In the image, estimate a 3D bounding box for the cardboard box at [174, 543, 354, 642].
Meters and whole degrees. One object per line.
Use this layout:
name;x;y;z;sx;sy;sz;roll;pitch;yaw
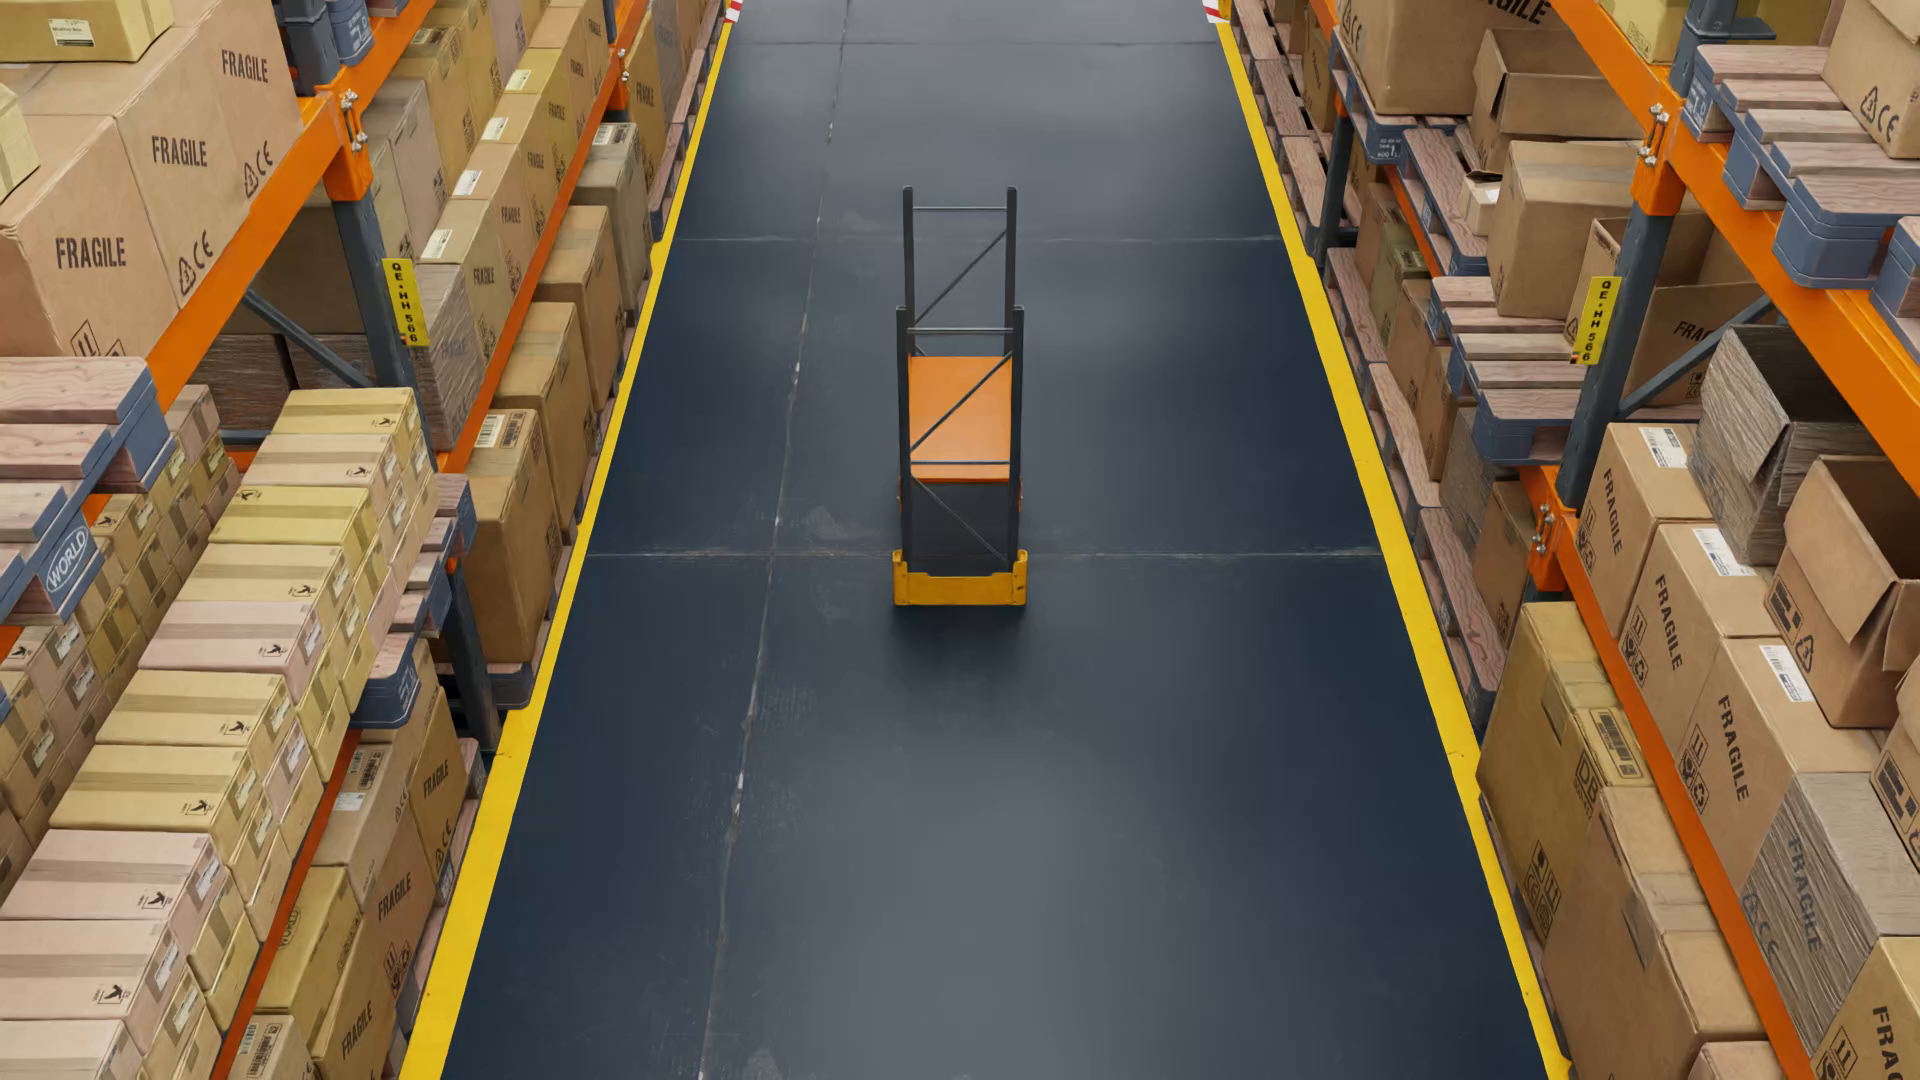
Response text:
cardboard box;-1.902;0.145;4.560;0.380;0.149;0.250;1;39;1

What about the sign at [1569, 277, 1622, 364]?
sign;2.054;-0.706;5.370;0.100;0.325;0.005;0;39;0

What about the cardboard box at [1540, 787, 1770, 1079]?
cardboard box;2.570;1.363;5.014;1.225;0.875;0.875;0;39;0

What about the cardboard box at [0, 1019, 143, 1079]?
cardboard box;-1.901;1.115;3.350;0.380;0.149;0.250;-1;39;-1

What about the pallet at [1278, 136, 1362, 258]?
pallet;2.556;-2.125;10.233;1.003;0.211;1.213;0;39;0

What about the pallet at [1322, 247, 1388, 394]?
pallet;2.595;-1.218;9.101;1.003;0.211;1.213;0;39;0

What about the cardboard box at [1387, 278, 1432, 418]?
cardboard box;2.554;-0.957;8.193;0.700;0.500;0.500;-3;39;-4

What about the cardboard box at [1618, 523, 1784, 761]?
cardboard box;2.328;0.296;4.902;0.500;0.500;0.500;-1;39;-1

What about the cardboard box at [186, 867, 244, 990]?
cardboard box;-1.905;0.901;3.854;0.380;0.149;0.250;-1;39;-1

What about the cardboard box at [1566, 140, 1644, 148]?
cardboard box;2.825;-1.445;6.939;0.500;0.250;0.500;-1;39;-1

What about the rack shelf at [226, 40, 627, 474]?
rack shelf;-2.365;-1.321;7.575;1.077;0.370;4.000;0;39;0

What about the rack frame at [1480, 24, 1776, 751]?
rack frame;2.597;-0.292;5.715;1.000;3.000;0.127;0;39;0

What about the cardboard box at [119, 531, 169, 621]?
cardboard box;-2.557;0.106;4.847;0.380;0.149;0.250;-1;39;-1

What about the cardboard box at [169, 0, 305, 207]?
cardboard box;-2.108;-1.204;4.375;0.500;0.500;0.500;0;39;0

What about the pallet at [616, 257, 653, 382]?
pallet;-2.291;-1.282;9.181;1.003;0.211;1.213;0;39;0

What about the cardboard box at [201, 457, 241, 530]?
cardboard box;-2.564;-0.137;5.388;0.380;0.149;0.250;-1;39;-1

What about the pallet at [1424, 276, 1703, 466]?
pallet;2.490;-0.662;6.331;1.213;0.211;1.003;0;39;0

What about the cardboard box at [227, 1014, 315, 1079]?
cardboard box;-2.094;1.555;4.475;0.500;0.250;0.500;1;39;2

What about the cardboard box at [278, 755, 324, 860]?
cardboard box;-1.907;0.693;4.351;0.380;0.149;0.250;1;39;1

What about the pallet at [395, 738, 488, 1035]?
pallet;-2.364;1.226;6.052;1.003;0.211;1.213;0;39;0

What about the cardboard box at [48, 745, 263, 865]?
cardboard box;-1.905;0.628;3.957;0.380;0.149;0.250;1;39;1

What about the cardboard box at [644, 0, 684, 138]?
cardboard box;-2.303;-3.144;10.638;0.875;0.875;0.875;0;39;0

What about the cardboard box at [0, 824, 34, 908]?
cardboard box;-2.562;0.855;4.150;0.380;0.149;0.250;-1;39;-2

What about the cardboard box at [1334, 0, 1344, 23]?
cardboard box;2.307;-2.986;9.278;0.380;0.149;0.250;0;39;0

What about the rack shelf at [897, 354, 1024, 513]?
rack shelf;0.000;-0.498;7.460;0.538;0.185;1.000;0;39;0

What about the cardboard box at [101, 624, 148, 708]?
cardboard box;-2.562;0.368;4.757;0.380;0.149;0.250;2;39;2

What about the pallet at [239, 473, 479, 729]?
pallet;-2.256;0.169;5.294;1.213;0.211;1.003;0;39;0

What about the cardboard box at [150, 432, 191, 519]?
cardboard box;-2.553;-0.192;4.980;0.380;0.149;0.250;-1;39;-1

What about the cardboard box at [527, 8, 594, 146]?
cardboard box;-2.099;-2.250;8.079;0.500;0.500;0.500;0;39;-1

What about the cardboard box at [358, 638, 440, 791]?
cardboard box;-2.100;0.595;5.672;0.500;0.250;0.500;-1;39;-1

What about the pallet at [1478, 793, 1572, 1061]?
pallet;2.523;1.290;5.972;1.003;0.211;1.213;0;39;0

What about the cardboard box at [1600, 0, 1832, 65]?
cardboard box;2.351;-1.701;5.195;0.500;0.250;0.500;0;39;0

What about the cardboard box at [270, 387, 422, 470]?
cardboard box;-1.904;-0.343;5.169;0.380;0.149;0.250;-1;39;-2

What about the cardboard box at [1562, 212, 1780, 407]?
cardboard box;2.556;-0.832;5.974;0.500;0.500;0.500;-5;39;-6

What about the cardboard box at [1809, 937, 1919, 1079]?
cardboard box;2.327;1.242;3.721;0.500;0.500;0.500;0;39;-1

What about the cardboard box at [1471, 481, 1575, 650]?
cardboard box;2.576;0.093;6.882;0.700;0.500;0.500;-2;39;-2

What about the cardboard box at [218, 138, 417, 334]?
cardboard box;-2.354;-1.061;5.796;0.700;0.500;0.500;0;39;0

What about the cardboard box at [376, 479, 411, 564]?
cardboard box;-1.905;-0.058;5.051;0.380;0.149;0.250;1;39;2

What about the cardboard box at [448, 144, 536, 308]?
cardboard box;-2.097;-1.305;6.899;0.500;0.500;0.500;0;39;0

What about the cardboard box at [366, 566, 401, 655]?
cardboard box;-1.904;0.207;4.958;0.380;0.149;0.250;1;39;1

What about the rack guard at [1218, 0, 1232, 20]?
rack guard;2.588;-4.272;12.680;1.175;0.500;0.348;0;39;0

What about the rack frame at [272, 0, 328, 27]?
rack frame;-2.363;-2.692;3.914;1.000;3.000;0.127;0;39;0

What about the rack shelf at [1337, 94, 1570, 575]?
rack shelf;2.595;-1.262;7.501;1.077;0.370;4.000;0;39;0

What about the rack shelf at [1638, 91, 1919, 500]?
rack shelf;2.599;0.069;3.442;1.077;0.370;4.000;0;39;0

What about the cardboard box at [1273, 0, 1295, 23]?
cardboard box;2.572;-4.092;12.121;0.500;0.500;0.500;7;39;8

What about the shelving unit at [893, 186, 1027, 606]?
shelving unit;0.000;-0.633;7.340;0.587;1.500;1.083;0;39;0

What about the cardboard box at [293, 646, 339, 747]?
cardboard box;-1.904;0.419;4.456;0.380;0.149;0.250;0;39;0

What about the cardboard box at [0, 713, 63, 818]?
cardboard box;-2.560;0.575;4.262;0.380;0.149;0.250;0;39;0

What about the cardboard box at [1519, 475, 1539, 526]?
cardboard box;2.566;-0.199;6.648;0.500;0.250;0.500;1;39;2

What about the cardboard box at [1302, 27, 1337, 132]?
cardboard box;2.544;-2.978;10.731;0.500;0.500;0.500;-3;39;-4

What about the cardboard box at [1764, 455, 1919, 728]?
cardboard box;2.580;0.143;4.291;0.797;0.503;0.637;1;39;1

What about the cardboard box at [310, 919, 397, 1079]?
cardboard box;-2.087;1.527;5.109;0.500;0.500;0.500;-2;39;-2

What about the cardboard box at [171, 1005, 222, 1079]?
cardboard box;-1.901;1.192;3.729;0.380;0.149;0.250;-2;39;-2

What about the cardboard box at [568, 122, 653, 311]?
cardboard box;-2.277;-1.751;8.999;1.050;0.750;0.750;0;39;0

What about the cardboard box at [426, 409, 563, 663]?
cardboard box;-2.274;-0.018;6.837;1.050;0.750;0.750;-1;39;-1

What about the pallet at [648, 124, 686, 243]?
pallet;-2.290;-2.240;10.377;1.003;0.211;1.213;0;39;0

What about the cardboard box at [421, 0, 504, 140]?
cardboard box;-2.359;-2.018;6.990;0.700;0.500;0.500;0;39;0

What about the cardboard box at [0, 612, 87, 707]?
cardboard box;-2.556;0.296;4.371;0.380;0.149;0.250;2;39;2

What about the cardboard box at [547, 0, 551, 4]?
cardboard box;-2.361;-2.971;8.180;0.700;0.500;0.500;-1;39;-1
